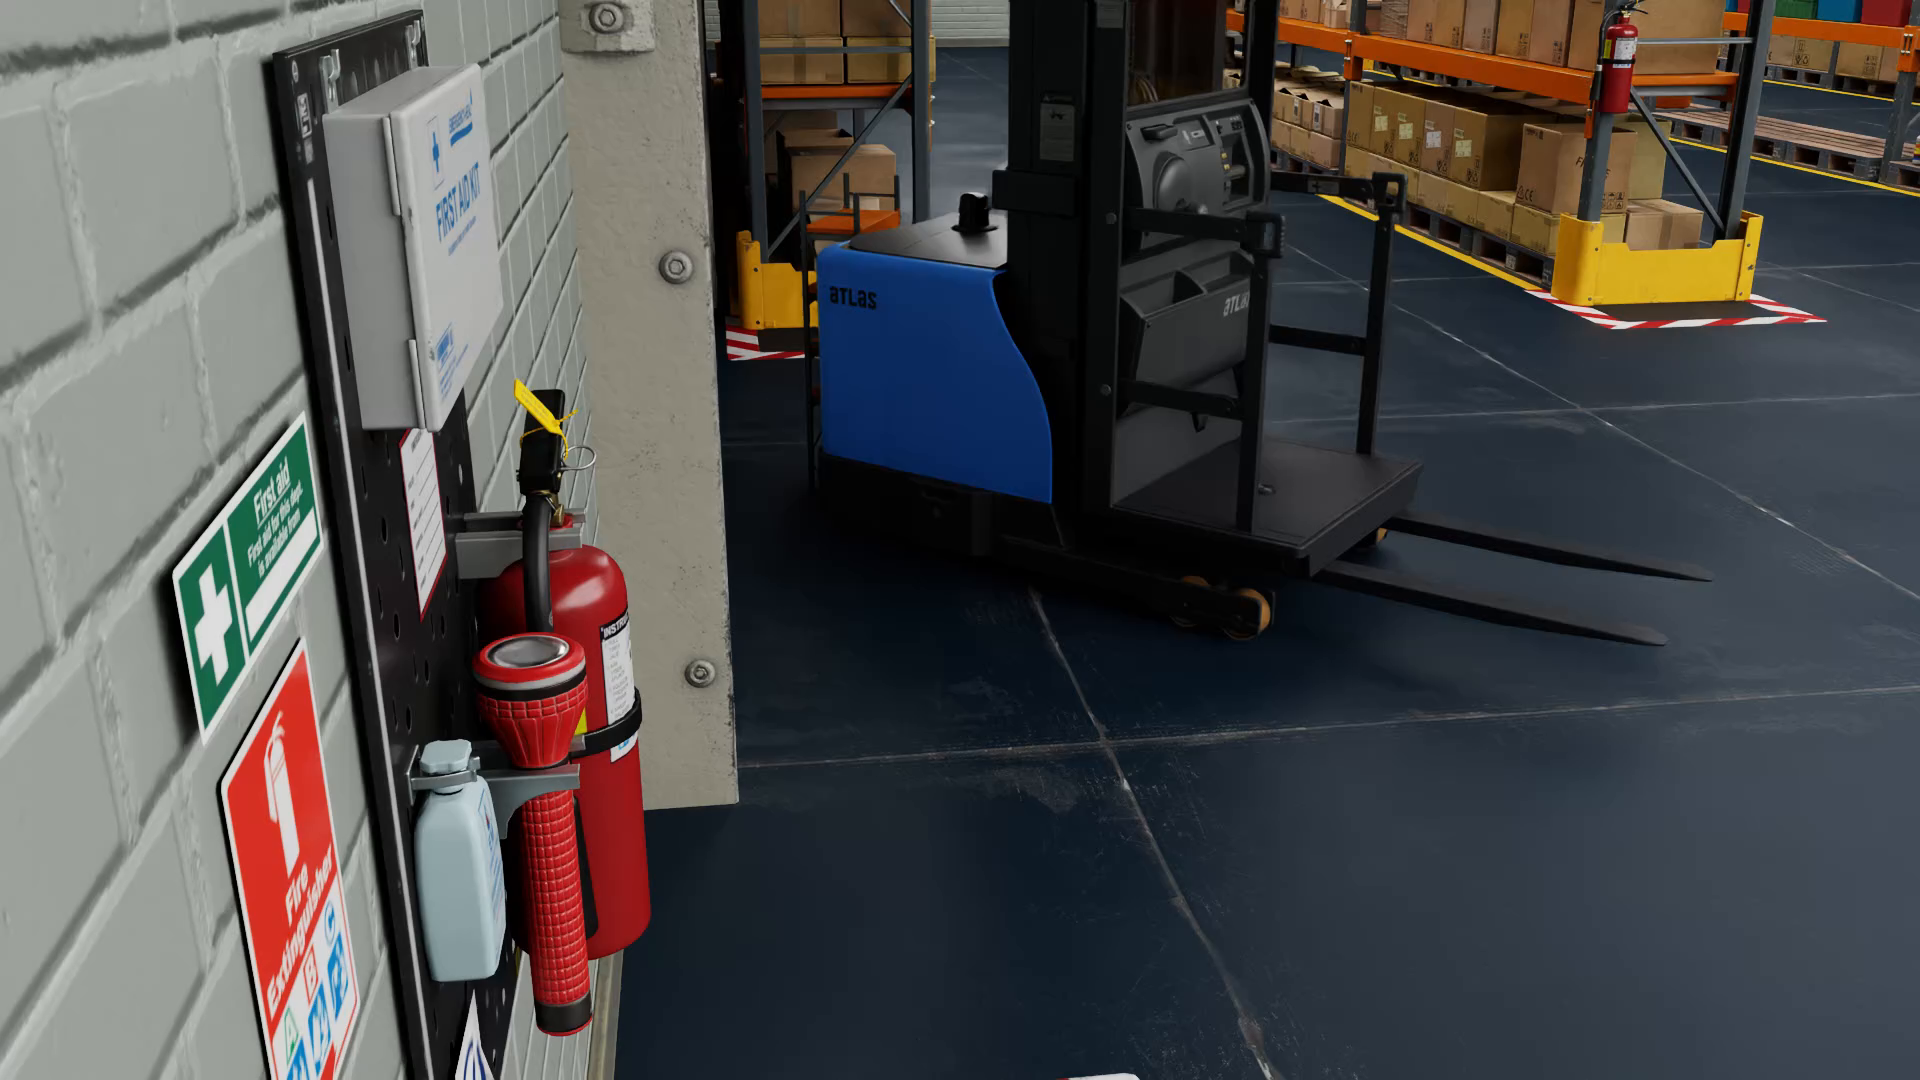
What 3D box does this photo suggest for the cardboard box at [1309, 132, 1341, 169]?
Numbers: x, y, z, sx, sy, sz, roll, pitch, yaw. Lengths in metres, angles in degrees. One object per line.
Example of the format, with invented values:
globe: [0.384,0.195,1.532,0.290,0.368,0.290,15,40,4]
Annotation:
cardboard box: [3.307,-3.328,14.168,0.500,0.250,0.500,-3,21,-8]

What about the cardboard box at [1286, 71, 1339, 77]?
cardboard box: [3.478,-4.498,16.500,0.500,0.311,0.500,-3,21,-9]

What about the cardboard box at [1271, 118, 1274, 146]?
cardboard box: [3.090,-3.856,15.584,0.500,0.250,0.500,-2,21,-7]

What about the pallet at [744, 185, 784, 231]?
pallet: [-1.116,-2.502,12.613,1.003,0.211,1.213,-3,21,-8]

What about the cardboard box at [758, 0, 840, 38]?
cardboard box: [-0.949,-3.097,9.335,0.500,0.500,0.500,-3,21,-8]

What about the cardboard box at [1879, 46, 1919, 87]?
cardboard box: [12.546,-6.230,21.045,1.225,0.875,0.875,-4,21,-10]

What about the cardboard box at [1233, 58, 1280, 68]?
cardboard box: [3.214,-5.063,18.429,0.500,0.500,0.500,-4,21,-10]

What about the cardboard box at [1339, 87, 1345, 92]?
cardboard box: [3.698,-3.970,15.086,0.500,0.311,0.500,-4,21,-10]

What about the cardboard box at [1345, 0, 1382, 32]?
cardboard box: [3.540,-4.388,13.892,0.500,0.250,0.500,-2,21,-4]

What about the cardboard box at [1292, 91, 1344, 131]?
cardboard box: [3.231,-3.767,14.543,0.500,0.311,0.500,-2,21,-6]

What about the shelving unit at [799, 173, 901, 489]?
shelving unit: [-0.430,-0.848,6.773,0.258,1.200,0.503,6,21,15]

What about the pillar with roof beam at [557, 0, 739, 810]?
pillar with roof beam: [3.497,-3.803,3.537,9.100,9.000,0.400,-3,21,-8]

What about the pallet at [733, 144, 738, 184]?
pallet: [-1.540,-3.426,15.086,1.003,0.211,1.213,-3,21,-8]

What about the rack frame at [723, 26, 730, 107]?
rack frame: [-2.401,-6.809,20.159,1.000,3.000,0.127,-3,21,-8]

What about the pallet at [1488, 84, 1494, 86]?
pallet: [7.473,-5.733,21.264,1.003,0.211,1.213,-3,21,-8]

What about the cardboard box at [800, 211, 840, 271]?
cardboard box: [-0.681,-1.845,10.082,0.500,0.311,0.500,-5,21,-14]

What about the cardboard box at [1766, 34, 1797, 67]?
cardboard box: [12.158,-7.304,23.921,0.875,0.875,0.875,-3,21,-8]

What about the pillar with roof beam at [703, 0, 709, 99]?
pillar with roof beam: [0.903,-10.035,20.223,9.100,9.000,0.400,-3,21,-8]

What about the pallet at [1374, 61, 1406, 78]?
pallet: [6.907,-7.100,24.923,1.003,0.211,1.213,-3,21,-8]

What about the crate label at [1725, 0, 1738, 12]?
crate label: [7.855,-5.583,16.825,0.502,0.435,0.616,-3,21,-8]

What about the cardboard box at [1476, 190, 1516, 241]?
cardboard box: [3.777,-2.157,11.034,0.500,0.250,0.500,-3,21,-8]

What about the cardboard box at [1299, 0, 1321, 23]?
cardboard box: [3.411,-4.960,15.065,0.500,0.500,0.500,-3,21,-8]

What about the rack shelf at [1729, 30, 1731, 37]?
rack shelf: [7.691,-6.279,19.769,1.077,0.370,4.000,-3,21,-8]

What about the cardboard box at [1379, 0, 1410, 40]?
cardboard box: [3.724,-4.184,12.988,0.700,0.500,0.500,-3,21,-9]

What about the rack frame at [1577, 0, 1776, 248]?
rack frame: [4.231,-2.905,9.707,1.000,3.000,0.127,-3,21,-8]

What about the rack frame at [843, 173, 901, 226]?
rack frame: [-0.361,-0.930,6.992,0.240,1.200,0.015,6,21,15]

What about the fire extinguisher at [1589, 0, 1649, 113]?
fire extinguisher: [3.788,-2.805,9.549,0.296,0.674,0.183,-3,21,-8]

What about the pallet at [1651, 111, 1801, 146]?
pallet: [8.053,-4.347,17.553,1.003,0.211,1.213,-3,21,-8]

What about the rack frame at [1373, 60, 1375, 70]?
rack frame: [6.826,-8.693,25.205,1.000,3.000,0.127,-3,21,-8]

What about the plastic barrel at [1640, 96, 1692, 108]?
plastic barrel: [7.892,-5.272,18.546,0.600,0.830,0.708,-3,21,-8]

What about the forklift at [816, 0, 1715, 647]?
forklift: [0.968,-1.260,5.402,3.031,2.935,1.130,14,24,32]

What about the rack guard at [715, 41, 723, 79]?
rack guard: [-2.981,-7.031,24.327,1.175,0.500,0.348,-3,21,-8]

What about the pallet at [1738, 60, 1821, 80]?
pallet: [12.093,-6.943,24.503,1.003,0.211,1.213,-3,21,-8]

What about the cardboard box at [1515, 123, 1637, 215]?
cardboard box: [3.859,-2.336,10.441,0.500,0.500,0.500,-3,21,-8]

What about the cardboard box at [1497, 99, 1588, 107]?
cardboard box: [4.160,-2.882,11.902,0.500,0.500,0.500,-3,21,-8]

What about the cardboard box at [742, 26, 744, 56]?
cardboard box: [-1.168,-3.273,10.878,0.500,0.250,0.500,-3,21,-7]

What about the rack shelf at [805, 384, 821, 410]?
rack shelf: [-0.430,-0.599,6.866,0.258,0.148,0.480,6,21,15]

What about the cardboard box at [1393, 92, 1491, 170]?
cardboard box: [3.555,-3.027,12.293,0.500,0.500,0.500,-3,21,-8]

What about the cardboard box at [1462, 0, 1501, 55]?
cardboard box: [3.950,-3.650,11.559,0.700,0.500,0.500,-2,21,-6]

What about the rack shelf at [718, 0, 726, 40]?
rack shelf: [-2.112,-5.779,18.431,1.077,0.370,4.000,-3,21,-8]

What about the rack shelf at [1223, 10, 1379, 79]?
rack shelf: [3.366,-4.646,15.395,1.077,0.370,4.000,-3,21,-8]

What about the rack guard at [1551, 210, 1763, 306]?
rack guard: [4.234,-1.726,10.123,1.175,0.500,0.348,-3,21,-8]

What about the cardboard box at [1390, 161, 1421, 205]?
cardboard box: [3.555,-2.676,12.424,0.500,0.250,0.500,-3,21,-8]

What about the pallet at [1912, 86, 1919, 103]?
pallet: [12.669,-5.565,20.815,1.003,0.211,1.213,-3,21,-8]

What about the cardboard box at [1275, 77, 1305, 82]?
cardboard box: [3.018,-4.292,15.949,0.500,0.311,0.500,-3,21,-9]

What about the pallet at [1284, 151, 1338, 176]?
pallet: [3.509,-3.237,14.581,1.003,0.211,1.213,-3,21,-8]

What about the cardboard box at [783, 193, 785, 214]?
cardboard box: [-1.037,-2.355,11.680,0.380,0.149,0.250,-5,21,-12]

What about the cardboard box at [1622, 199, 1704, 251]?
cardboard box: [4.373,-2.011,10.642,0.500,0.250,0.500,-3,21,-8]

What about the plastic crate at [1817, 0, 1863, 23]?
plastic crate: [8.089,-4.897,15.064,0.392,0.384,0.575,-3,21,-8]

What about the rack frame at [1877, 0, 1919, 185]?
rack frame: [8.556,-4.539,14.081,1.000,3.000,0.127,-3,21,-8]

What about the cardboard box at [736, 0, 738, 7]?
cardboard box: [-1.386,-4.156,12.171,0.500,0.500,0.500,-3,21,-9]

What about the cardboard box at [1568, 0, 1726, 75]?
cardboard box: [4.176,-3.114,10.124,0.700,0.500,0.500,-3,21,-8]

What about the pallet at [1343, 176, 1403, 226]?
pallet: [3.727,-2.706,13.161,1.003,0.211,1.213,-3,21,-8]
